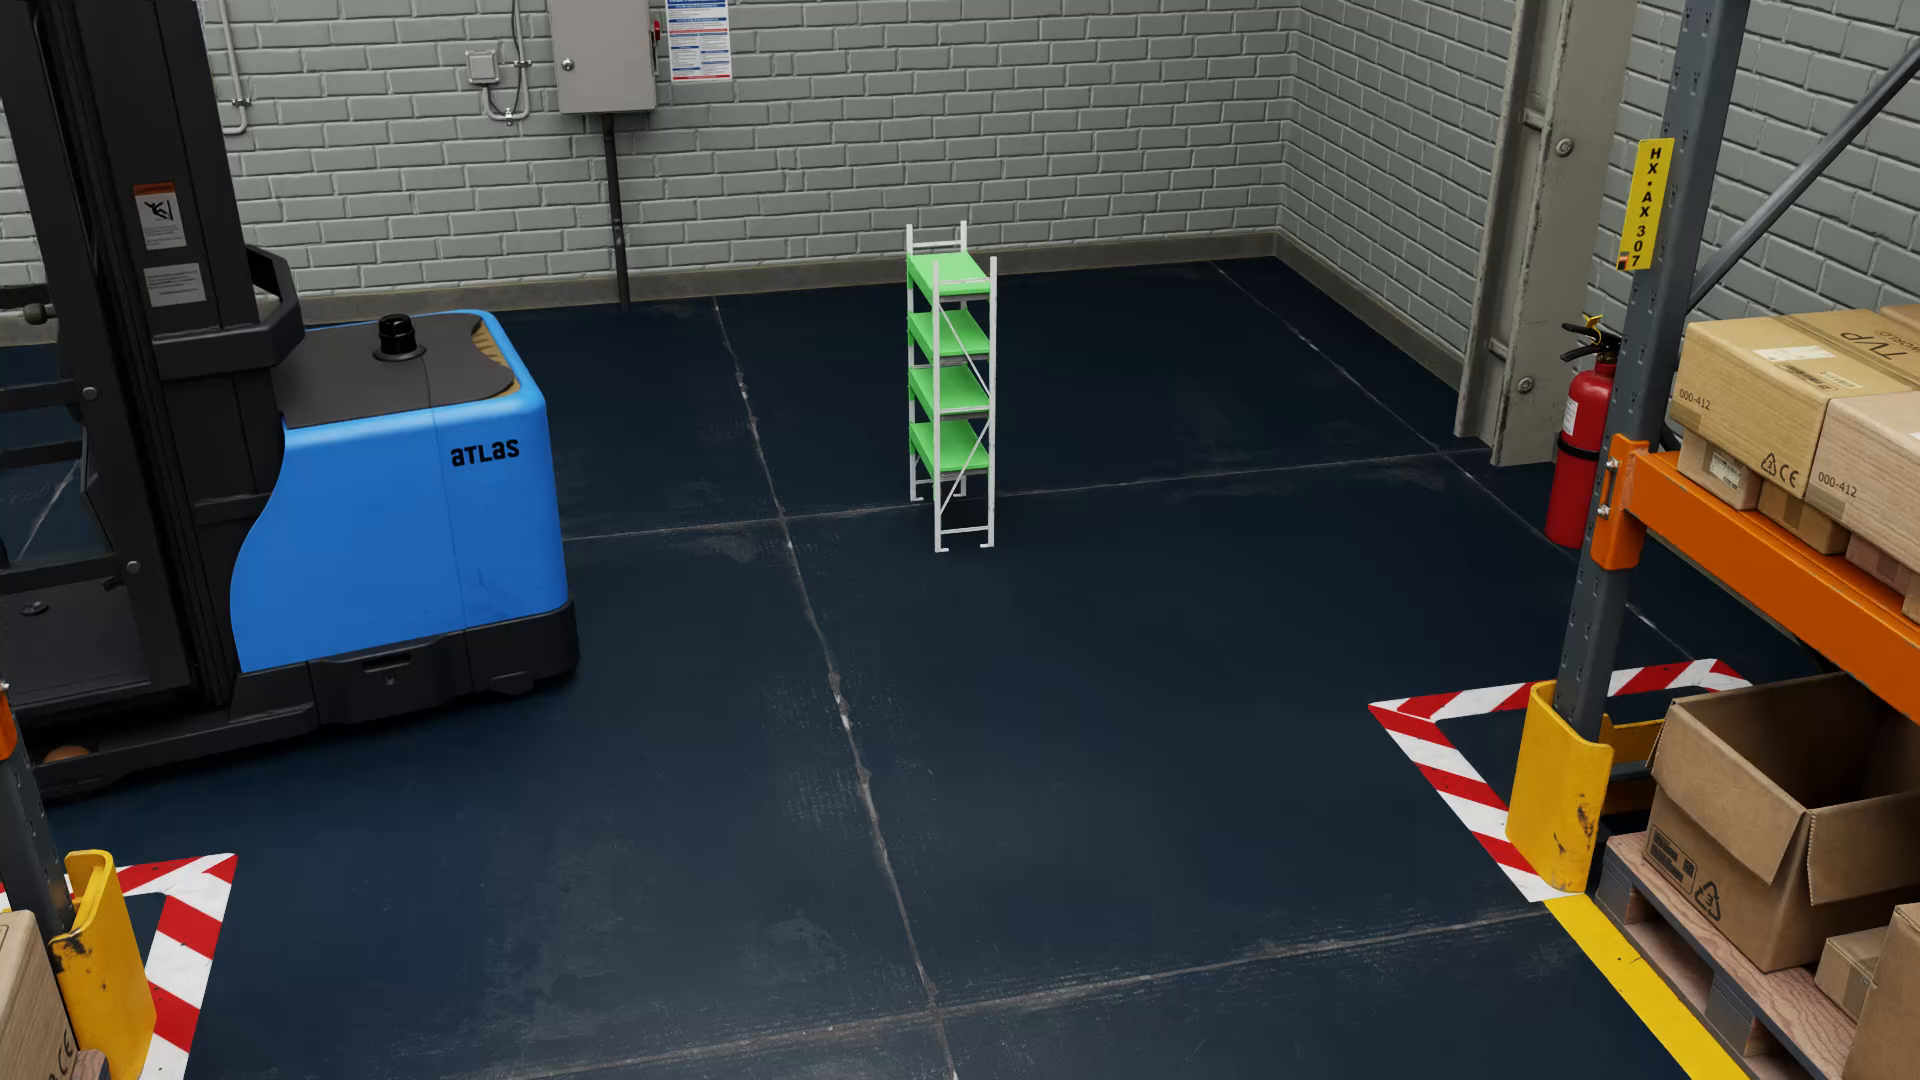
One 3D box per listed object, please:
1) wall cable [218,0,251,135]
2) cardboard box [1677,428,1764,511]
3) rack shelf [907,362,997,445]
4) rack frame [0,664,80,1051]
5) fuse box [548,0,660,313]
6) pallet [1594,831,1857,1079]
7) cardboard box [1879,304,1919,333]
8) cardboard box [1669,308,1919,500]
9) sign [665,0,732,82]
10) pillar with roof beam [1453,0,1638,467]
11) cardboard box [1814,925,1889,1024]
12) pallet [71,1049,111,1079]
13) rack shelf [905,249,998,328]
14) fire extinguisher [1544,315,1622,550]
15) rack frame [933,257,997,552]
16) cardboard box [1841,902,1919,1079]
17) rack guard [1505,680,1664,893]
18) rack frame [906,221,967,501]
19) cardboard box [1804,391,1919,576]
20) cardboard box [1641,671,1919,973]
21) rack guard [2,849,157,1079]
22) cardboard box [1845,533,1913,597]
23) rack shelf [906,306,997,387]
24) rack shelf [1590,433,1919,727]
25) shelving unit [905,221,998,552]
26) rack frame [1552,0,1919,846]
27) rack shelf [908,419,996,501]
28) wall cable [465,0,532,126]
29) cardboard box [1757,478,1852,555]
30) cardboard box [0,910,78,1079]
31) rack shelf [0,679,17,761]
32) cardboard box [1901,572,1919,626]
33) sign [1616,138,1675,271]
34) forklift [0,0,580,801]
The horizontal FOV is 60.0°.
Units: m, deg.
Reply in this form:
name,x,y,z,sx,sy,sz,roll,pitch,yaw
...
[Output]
name,x,y,z,sx,sy,sz,roll,pitch,yaw
wall cable,-3.912,-2.927,8.057,0.585,1.953,0.123,-6,27,-12
cardboard box,2.024,-0.208,4.111,0.380,0.149,0.250,-6,27,-12
rack shelf,-0.037,-0.551,6.652,0.258,0.148,0.480,-6,27,-12
rack frame,-2.618,0.014,3.394,1.000,3.000,0.127,-6,27,-12
fuse box,-1.832,-2.033,8.879,0.539,1.711,0.414,-6,27,-12
pallet,2.415,1.136,4.265,1.003,0.211,1.213,-6,27,-12
cardboard box,2.579,-0.383,4.016,0.500,0.250,0.500,-5,27,-10
cardboard box,2.057,-0.331,3.914,0.500,0.250,0.500,-6,27,-11
sign,-1.398,-2.707,8.890,0.329,0.494,0.001,-6,27,-12
pillar with roof beam,-1.707,-4.008,4.704,9.100,9.000,0.400,-6,27,-12
cardboard box,2.320,1.062,4.015,0.380,0.149,0.250,-7,28,-14
pallet,-2.362,1.602,3.342,1.003,0.211,1.213,-6,27,-12
rack shelf,-0.037,-0.980,6.436,0.258,0.148,0.480,-6,27,-12
fire extinguisher,1.733,-0.309,4.532,0.296,0.674,0.183,-6,27,-12
rack frame,0.018,-0.501,6.411,0.240,1.200,0.015,-6,27,-12
cardboard box,2.417,1.094,3.562,0.700,0.500,0.500,-5,27,-9
rack guard,2.234,0.657,4.893,1.175,0.500,0.348,-6,27,-12
rack frame,-0.092,-0.715,6.836,0.240,1.200,0.015,-6,27,-12
cardboard box,2.170,-0.110,3.475,0.500,0.250,0.500,-6,27,-11
cardboard box,2.262,0.713,4.312,0.797,0.503,0.637,-7,28,-14
rack guard,-2.624,1.119,3.978,1.175,0.500,0.348,-6,27,-12
cardboard box,2.219,0.011,3.678,0.380,0.149,0.250,-6,27,-12
rack shelf,-0.037,-0.766,6.544,0.258,0.148,0.480,-6,27,-12
rack shelf,2.668,0.707,2.818,1.077,0.370,4.000,-6,27,-12
shelving unit,-0.037,-0.608,6.624,0.258,1.200,0.503,-6,27,-12
rack frame,2.217,-0.492,4.396,1.000,3.000,0.127,-6,27,-12
rack shelf,-0.037,-0.337,6.761,0.258,0.148,0.480,-6,27,-12
wall cable,-2.533,-3.062,8.360,0.588,1.984,0.122,-6,27,-12
cardboard box,2.126,-0.101,3.899,0.380,0.149,0.250,-5,27,-10
cardboard box,-2.372,1.250,3.323,0.875,0.438,0.875,-7,28,-13
rack shelf,-2.168,1.213,1.816,1.077,0.370,4.000,-6,27,-12
cardboard box,2.216,0.128,3.445,0.380,0.149,0.250,-5,27,-10
sign,1.688,-0.823,4.091,0.100,0.325,0.005,-6,27,-12
forklift,-2.880,-0.737,4.957,3.031,2.935,1.130,-11,29,-21
